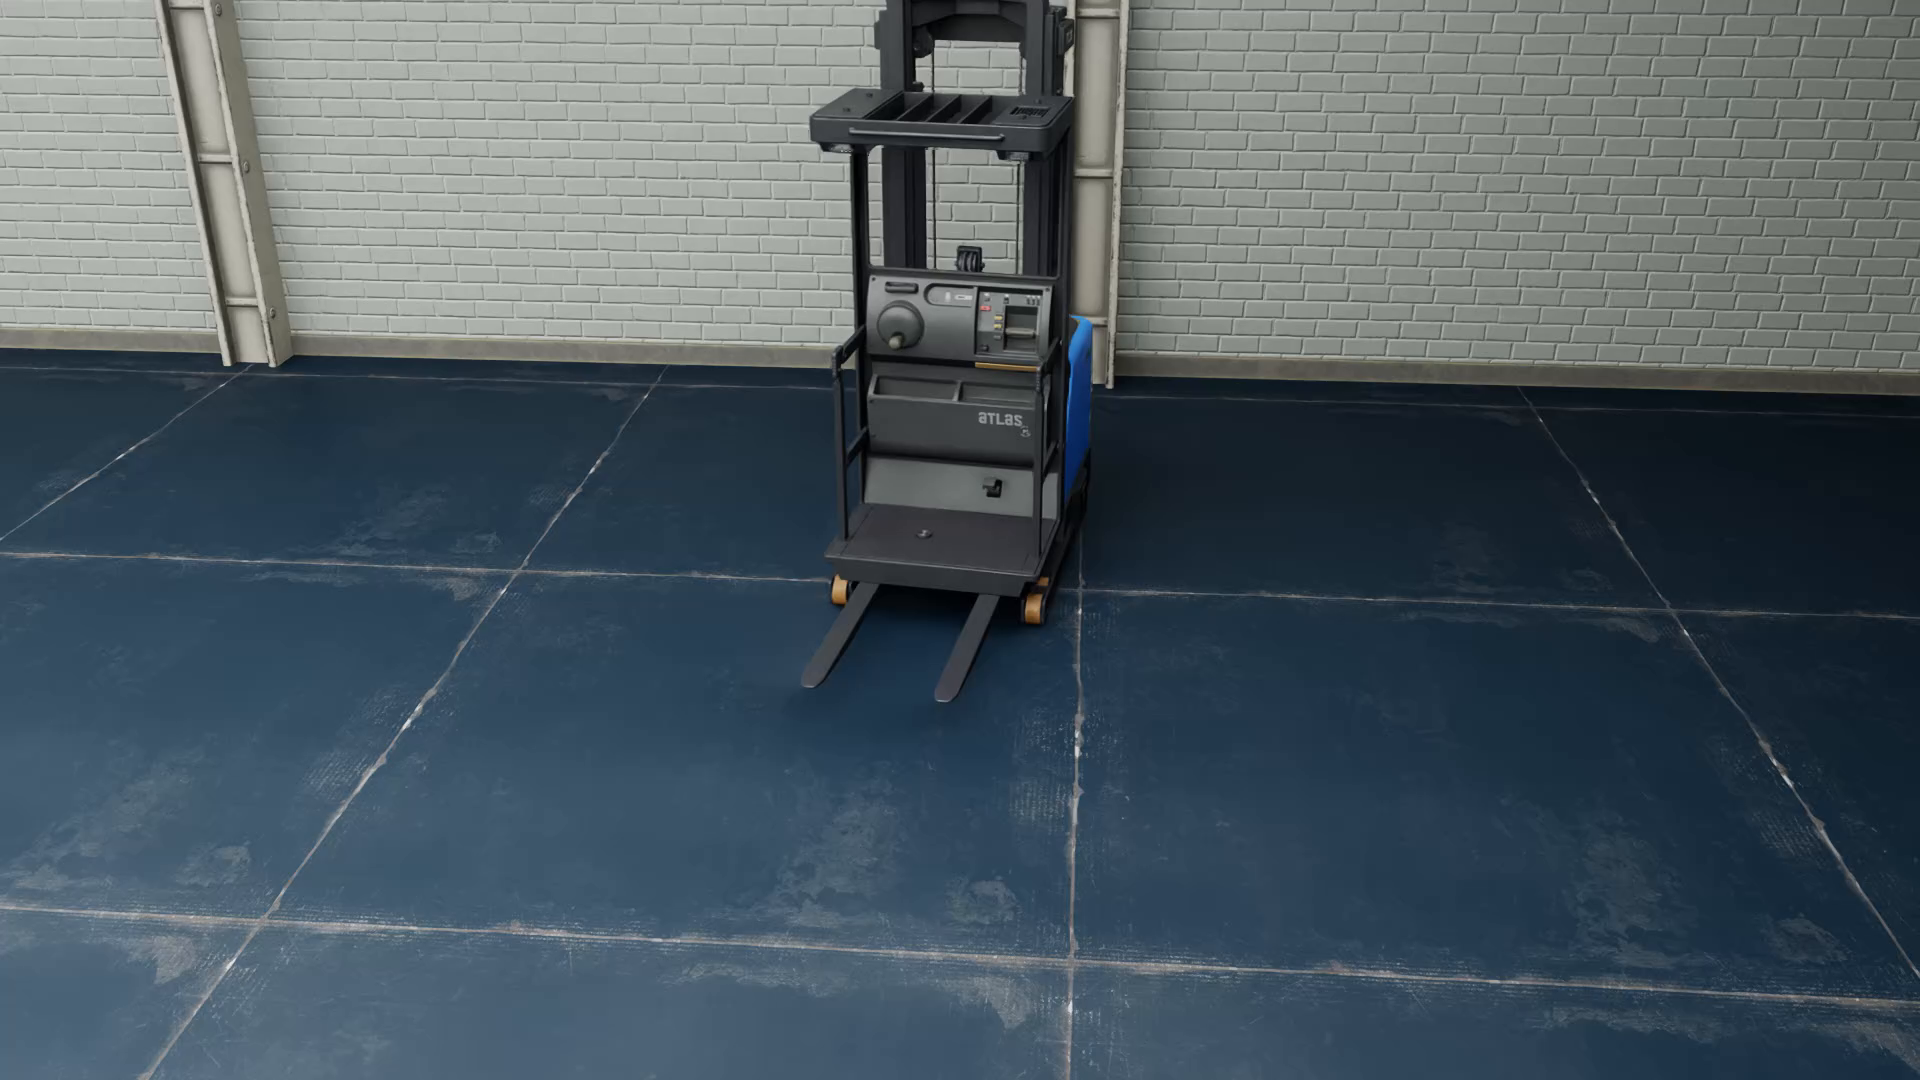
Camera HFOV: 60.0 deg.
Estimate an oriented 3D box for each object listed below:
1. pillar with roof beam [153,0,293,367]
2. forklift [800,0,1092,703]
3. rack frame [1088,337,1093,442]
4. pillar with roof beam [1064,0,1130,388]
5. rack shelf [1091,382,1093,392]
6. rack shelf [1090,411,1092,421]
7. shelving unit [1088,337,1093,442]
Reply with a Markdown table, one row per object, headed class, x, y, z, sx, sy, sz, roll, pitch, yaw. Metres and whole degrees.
| class | x | y | z | sx | sy | sz | roll | pitch | yaw |
| --- | --- | --- | --- | --- | --- | --- | --- | --- | --- |
| pillar with roof beam | -5.429 | -3.608 | 6.326 | 0.400 | 9.000 | 9.100 | 2 | 25 | 4 |
| forklift | -0.050 | -1.075 | 8.080 | 1.130 | 2.935 | 3.031 | 5 | 25 | 11 |
| rack frame | 0.656 | -0.762 | 9.830 | 0.240 | 0.900 | 0.006 | -5 | 25 | -10 |
| pillar with roof beam | 0.553 | -3.416 | 5.908 | 0.400 | 9.000 | 9.100 | 2 | 25 | 4 |
| rack shelf | 0.637 | -0.937 | 9.859 | 0.258 | 0.077 | 0.200 | -5 | 25 | -10 |
| rack shelf | 0.637 | -0.774 | 9.934 | 0.258 | 0.077 | 0.200 | -5 | 25 | -10 |
| shelving unit | 0.637 | -0.804 | 9.920 | 0.258 | 0.900 | 0.210 | -5 | 25 | -10 |
